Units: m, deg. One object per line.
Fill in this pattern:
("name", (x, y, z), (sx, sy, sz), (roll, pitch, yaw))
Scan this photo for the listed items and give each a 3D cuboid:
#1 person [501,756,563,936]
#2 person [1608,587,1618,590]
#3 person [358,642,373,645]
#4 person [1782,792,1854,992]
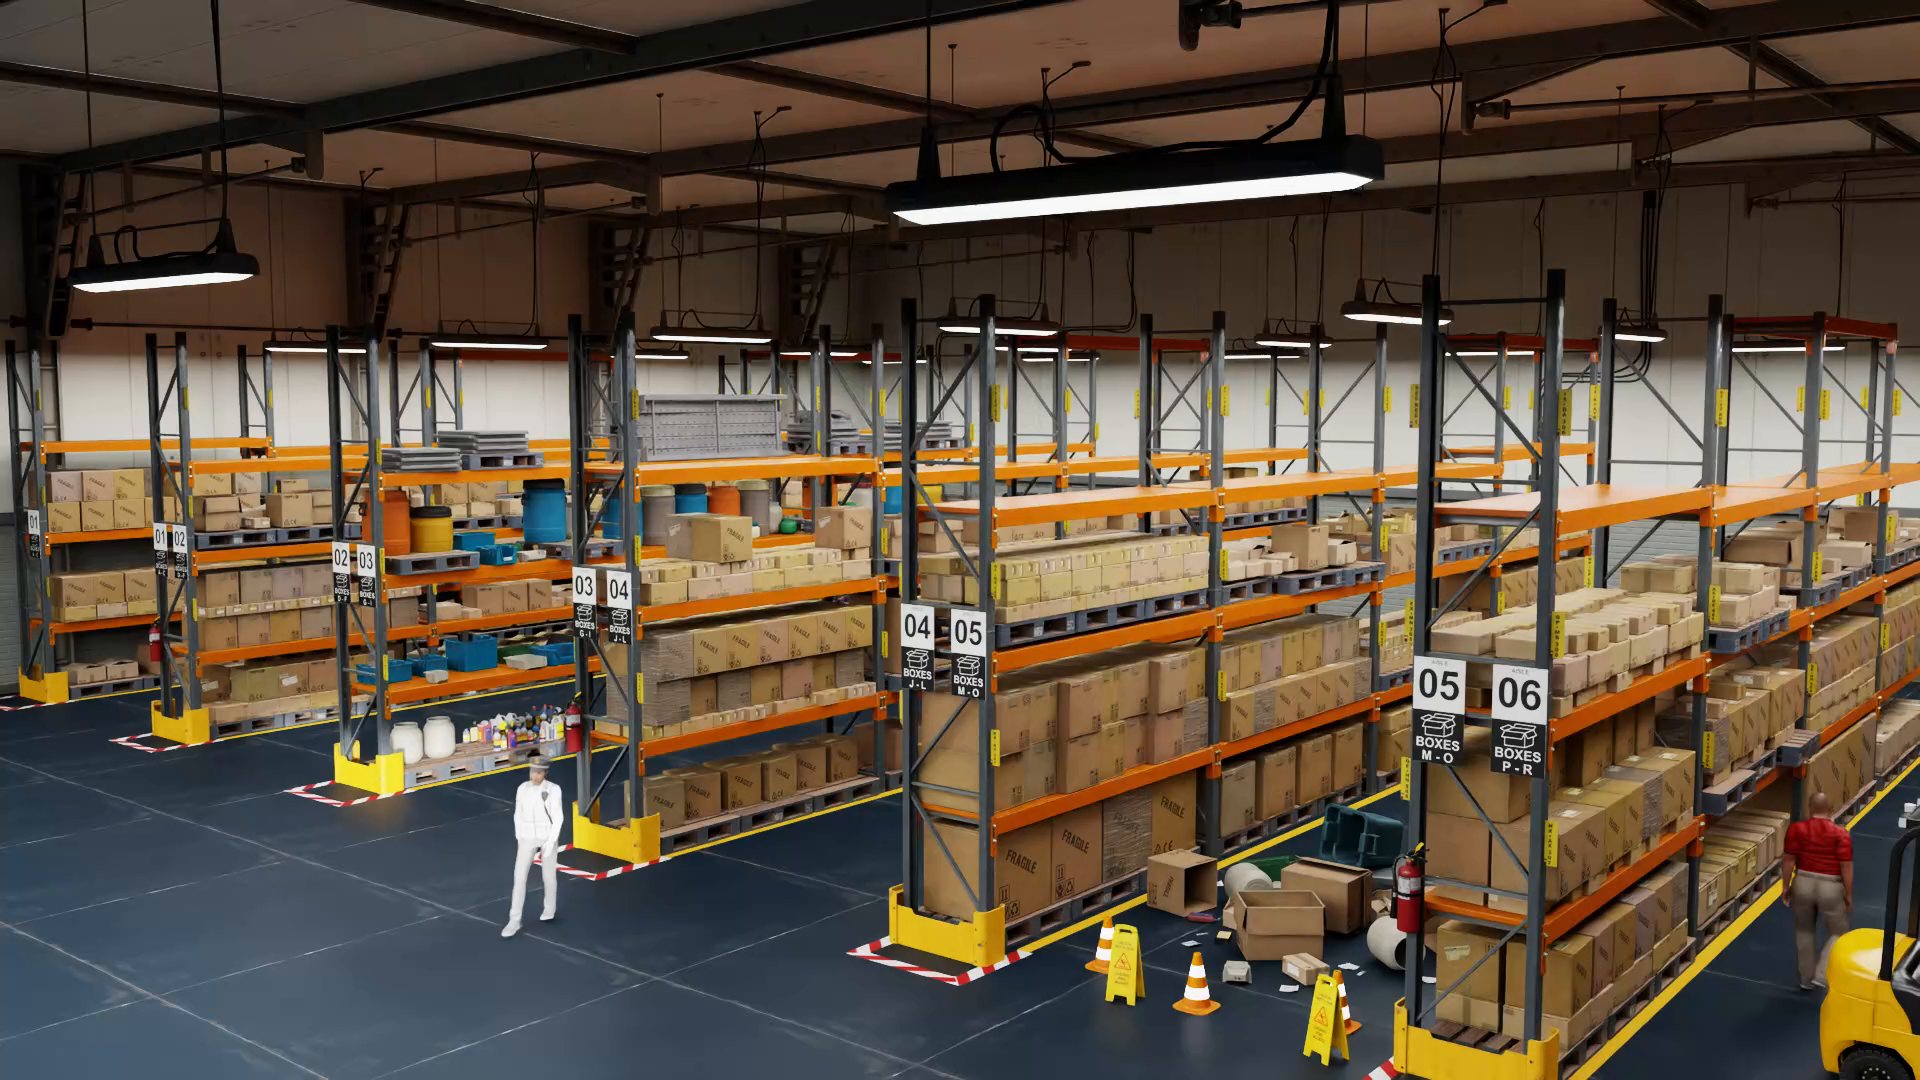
("person", (-4.074, 2.892, 15.950), (0.535, 1.650, 0.825), (0, 5, -2))
("person", (11.222, 1.701, 28.645), (0.521, 1.800, 0.607), (2, 5, 19))
("person", (-10.349, 1.662, 29.124), (0.584, 1.712, 0.989), (2, 6, 25))
("person", (7.361, 3.030, 14.267), (0.579, 1.722, 0.565), (4, 6, 37))
